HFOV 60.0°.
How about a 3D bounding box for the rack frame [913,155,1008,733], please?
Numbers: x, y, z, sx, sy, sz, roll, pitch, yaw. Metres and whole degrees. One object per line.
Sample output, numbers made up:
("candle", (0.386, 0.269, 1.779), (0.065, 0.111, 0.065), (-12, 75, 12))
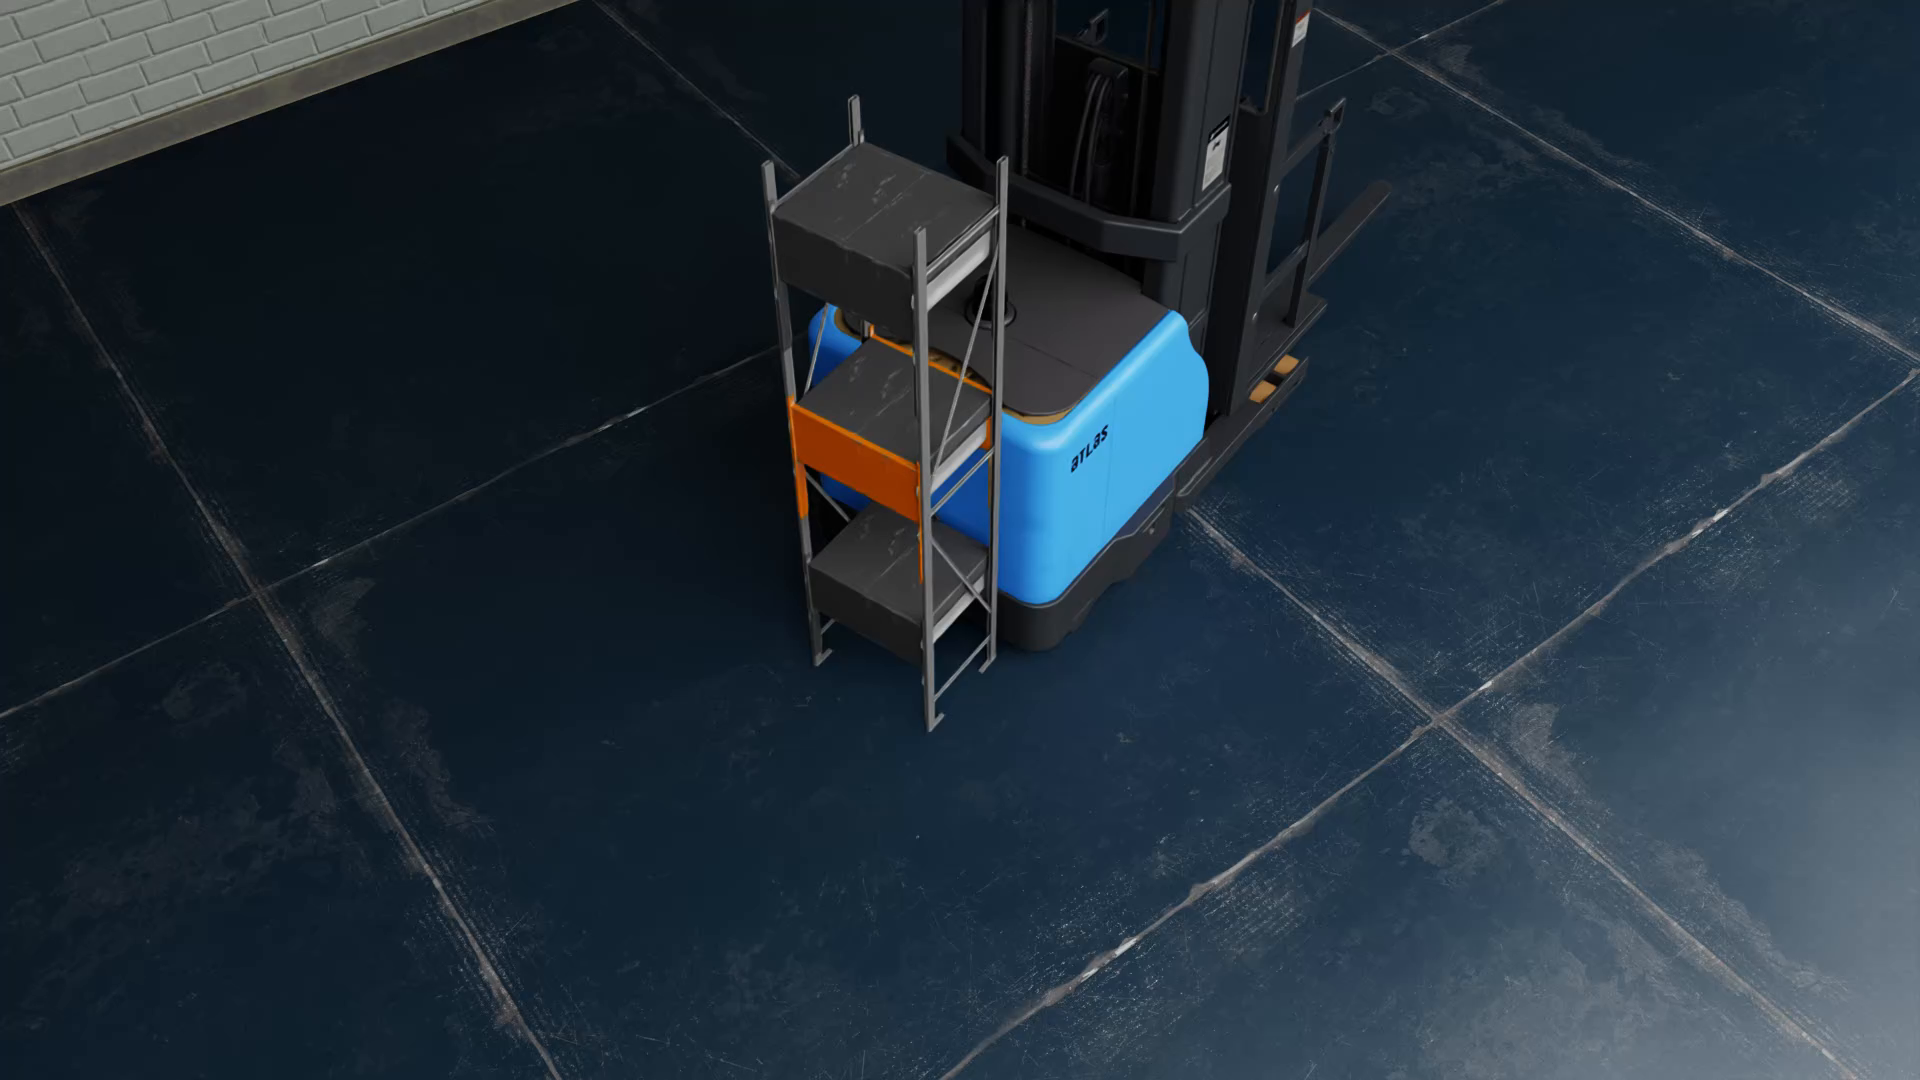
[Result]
("rack frame", (0.005, -0.171, 4.988), (0.015, 2.100, 0.400), (28, 53, 23))

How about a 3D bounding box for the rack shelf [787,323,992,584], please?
("rack shelf", (-0.194, -0.266, 5.093), (0.480, 0.518, 0.431), (28, 53, 23))

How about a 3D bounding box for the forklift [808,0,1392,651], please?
("forklift", (0.755, -1.650, 5.768), (1.130, 2.935, 3.031), (28, 54, 23))

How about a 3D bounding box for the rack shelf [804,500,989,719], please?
("rack shelf", (-0.194, 0.204, 5.611), (0.480, 0.518, 0.431), (28, 53, 23))

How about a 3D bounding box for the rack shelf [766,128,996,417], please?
("rack shelf", (-0.194, -0.736, 4.574), (0.480, 0.518, 0.431), (28, 53, 23))

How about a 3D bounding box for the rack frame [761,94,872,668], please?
("rack frame", (-0.394, -0.380, 5.177), (0.015, 2.100, 0.400), (28, 53, 23))

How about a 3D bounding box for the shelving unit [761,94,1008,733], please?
("shelving unit", (-0.194, -0.275, 5.082), (0.503, 2.100, 0.431), (28, 53, 23))
